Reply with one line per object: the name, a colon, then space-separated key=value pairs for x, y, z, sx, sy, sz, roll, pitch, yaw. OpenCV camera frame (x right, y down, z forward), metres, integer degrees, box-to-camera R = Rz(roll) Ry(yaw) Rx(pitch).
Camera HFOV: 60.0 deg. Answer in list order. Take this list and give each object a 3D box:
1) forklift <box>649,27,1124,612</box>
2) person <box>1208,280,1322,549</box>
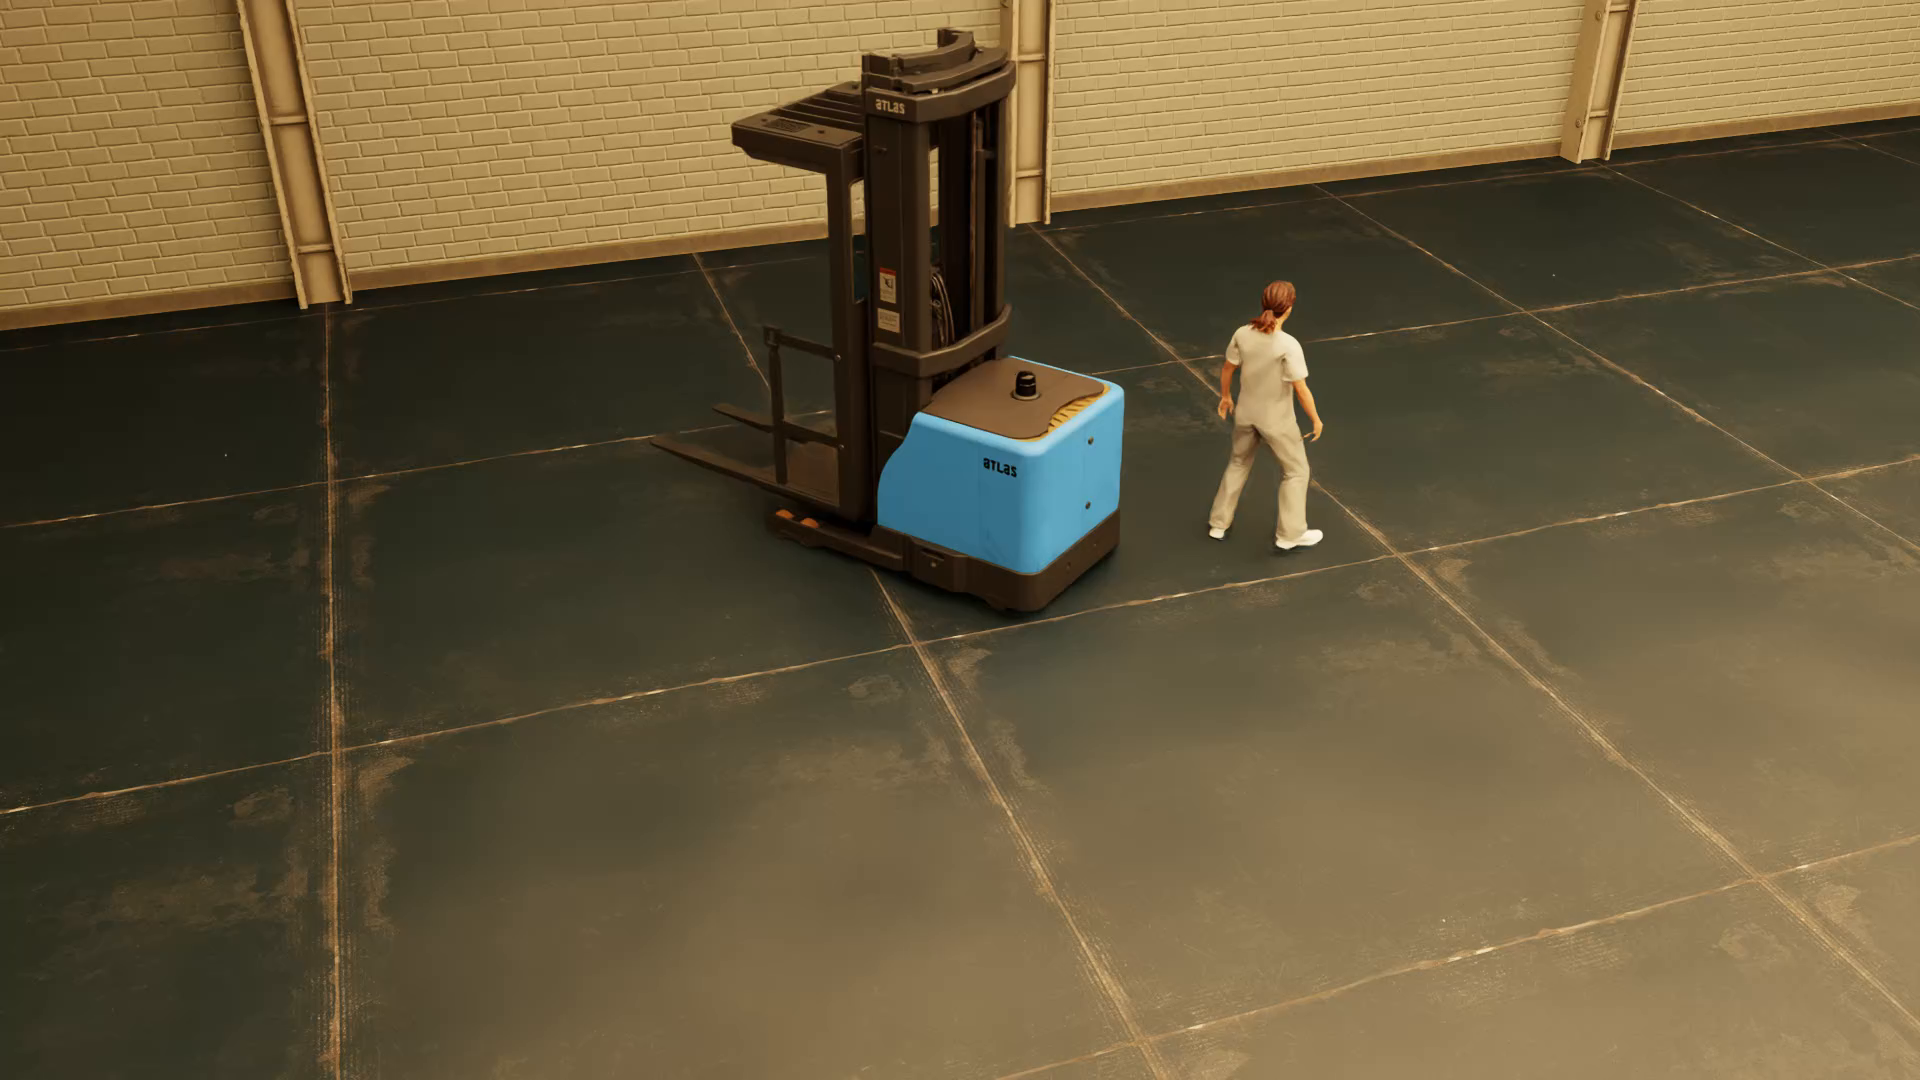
forklift: x=-0.563 y=-1.429 z=9.571 sx=3.031 sy=2.935 sz=1.130 roll=19 pitch=35 yaw=29
person: x=1.804 y=-0.729 z=9.641 sx=0.648 sy=1.670 sz=0.509 roll=25 pitch=38 yaw=36
